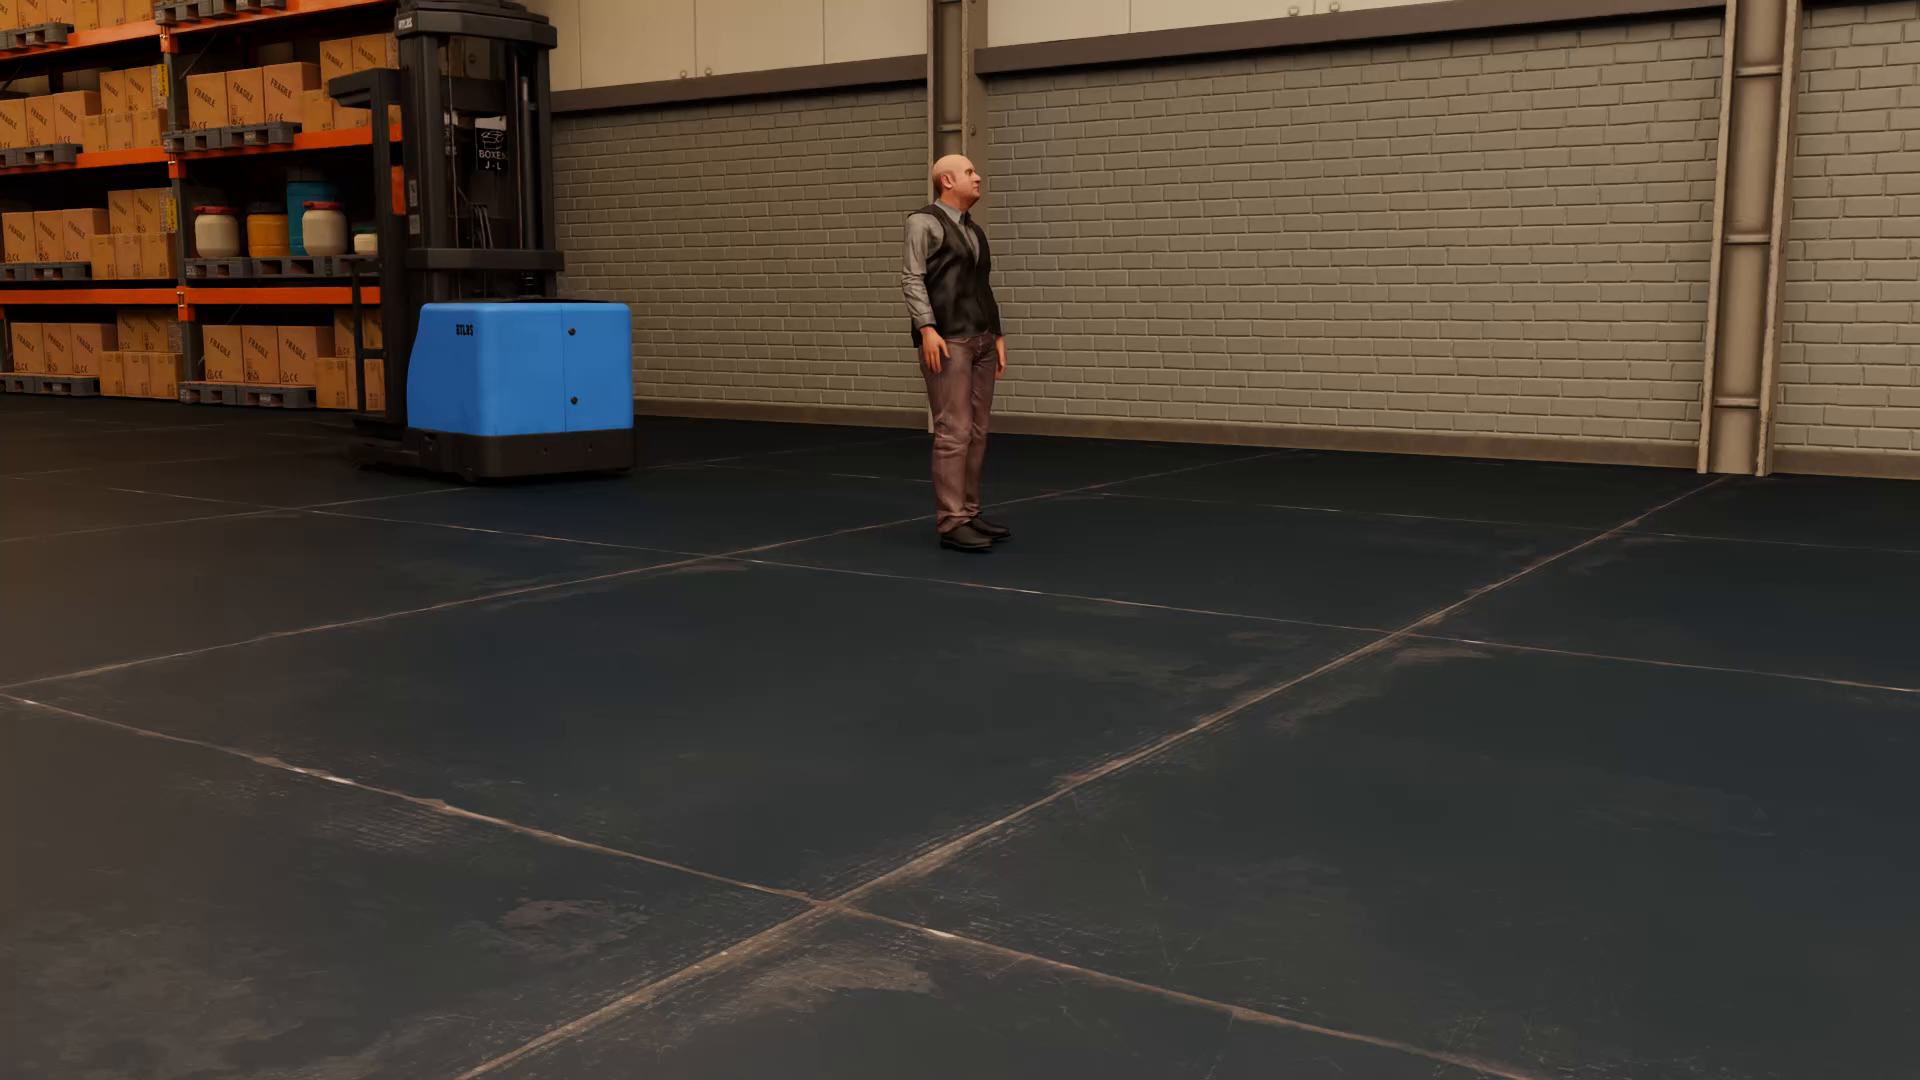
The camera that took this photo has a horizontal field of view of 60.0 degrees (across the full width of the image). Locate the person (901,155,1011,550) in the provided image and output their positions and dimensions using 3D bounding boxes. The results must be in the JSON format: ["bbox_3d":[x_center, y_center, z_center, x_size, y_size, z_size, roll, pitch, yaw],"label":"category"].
[{"bbox_3d":[0.047,-0.854,7.441,0.568,1.720,0.632,5,10,34],"label":"person"}]

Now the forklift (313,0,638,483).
[{"bbox_3d":[-3.362,-1.942,10.849,1.130,2.935,3.031,-7,11,-42],"label":"forklift"}]
